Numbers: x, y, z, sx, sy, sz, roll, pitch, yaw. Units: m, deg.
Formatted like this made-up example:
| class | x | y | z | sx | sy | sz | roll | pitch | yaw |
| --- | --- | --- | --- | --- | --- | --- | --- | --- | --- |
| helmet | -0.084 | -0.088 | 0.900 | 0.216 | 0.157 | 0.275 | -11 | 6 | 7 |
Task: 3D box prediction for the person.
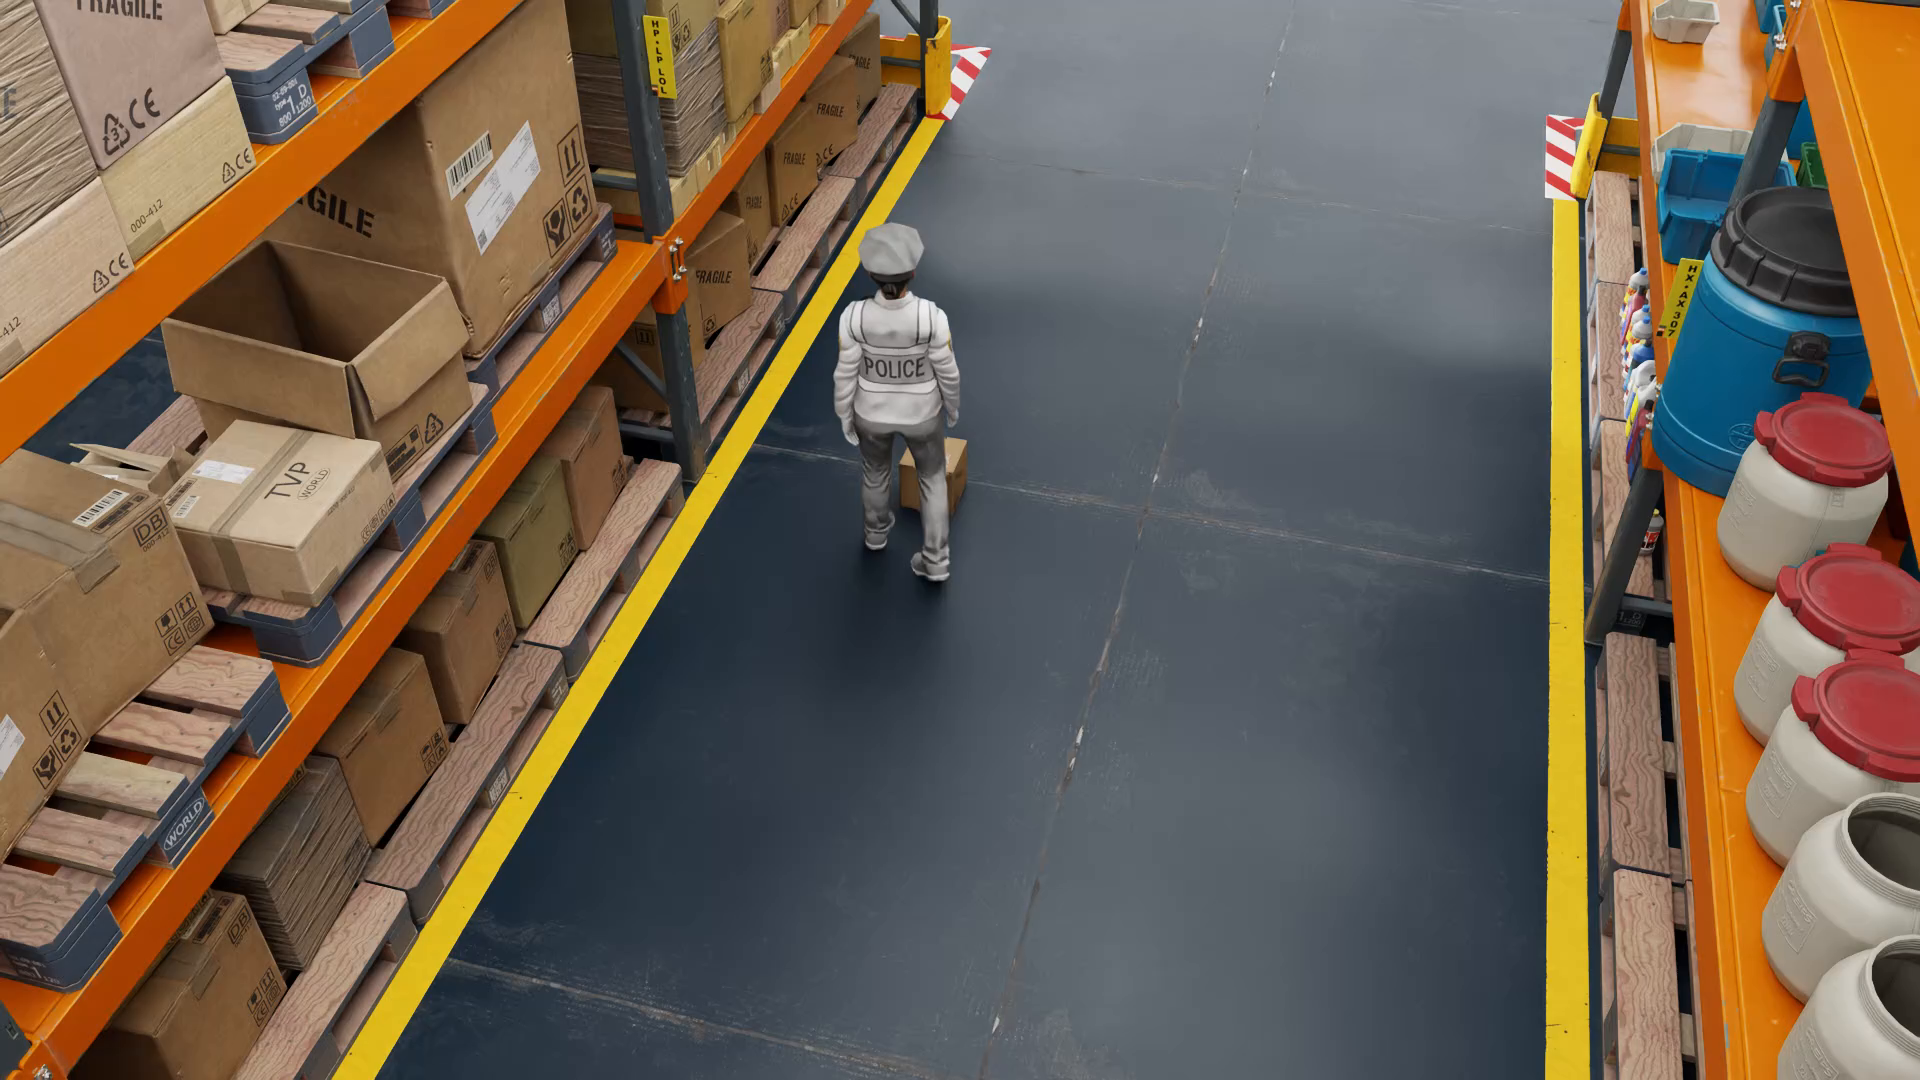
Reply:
| class | x | y | z | sx | sy | sz | roll | pitch | yaw |
| --- | --- | --- | --- | --- | --- | --- | --- | --- | --- |
| person | -0.250 | -0.569 | 6.814 | 0.509 | 1.689 | 0.541 | 1 | 41 | 1 |
